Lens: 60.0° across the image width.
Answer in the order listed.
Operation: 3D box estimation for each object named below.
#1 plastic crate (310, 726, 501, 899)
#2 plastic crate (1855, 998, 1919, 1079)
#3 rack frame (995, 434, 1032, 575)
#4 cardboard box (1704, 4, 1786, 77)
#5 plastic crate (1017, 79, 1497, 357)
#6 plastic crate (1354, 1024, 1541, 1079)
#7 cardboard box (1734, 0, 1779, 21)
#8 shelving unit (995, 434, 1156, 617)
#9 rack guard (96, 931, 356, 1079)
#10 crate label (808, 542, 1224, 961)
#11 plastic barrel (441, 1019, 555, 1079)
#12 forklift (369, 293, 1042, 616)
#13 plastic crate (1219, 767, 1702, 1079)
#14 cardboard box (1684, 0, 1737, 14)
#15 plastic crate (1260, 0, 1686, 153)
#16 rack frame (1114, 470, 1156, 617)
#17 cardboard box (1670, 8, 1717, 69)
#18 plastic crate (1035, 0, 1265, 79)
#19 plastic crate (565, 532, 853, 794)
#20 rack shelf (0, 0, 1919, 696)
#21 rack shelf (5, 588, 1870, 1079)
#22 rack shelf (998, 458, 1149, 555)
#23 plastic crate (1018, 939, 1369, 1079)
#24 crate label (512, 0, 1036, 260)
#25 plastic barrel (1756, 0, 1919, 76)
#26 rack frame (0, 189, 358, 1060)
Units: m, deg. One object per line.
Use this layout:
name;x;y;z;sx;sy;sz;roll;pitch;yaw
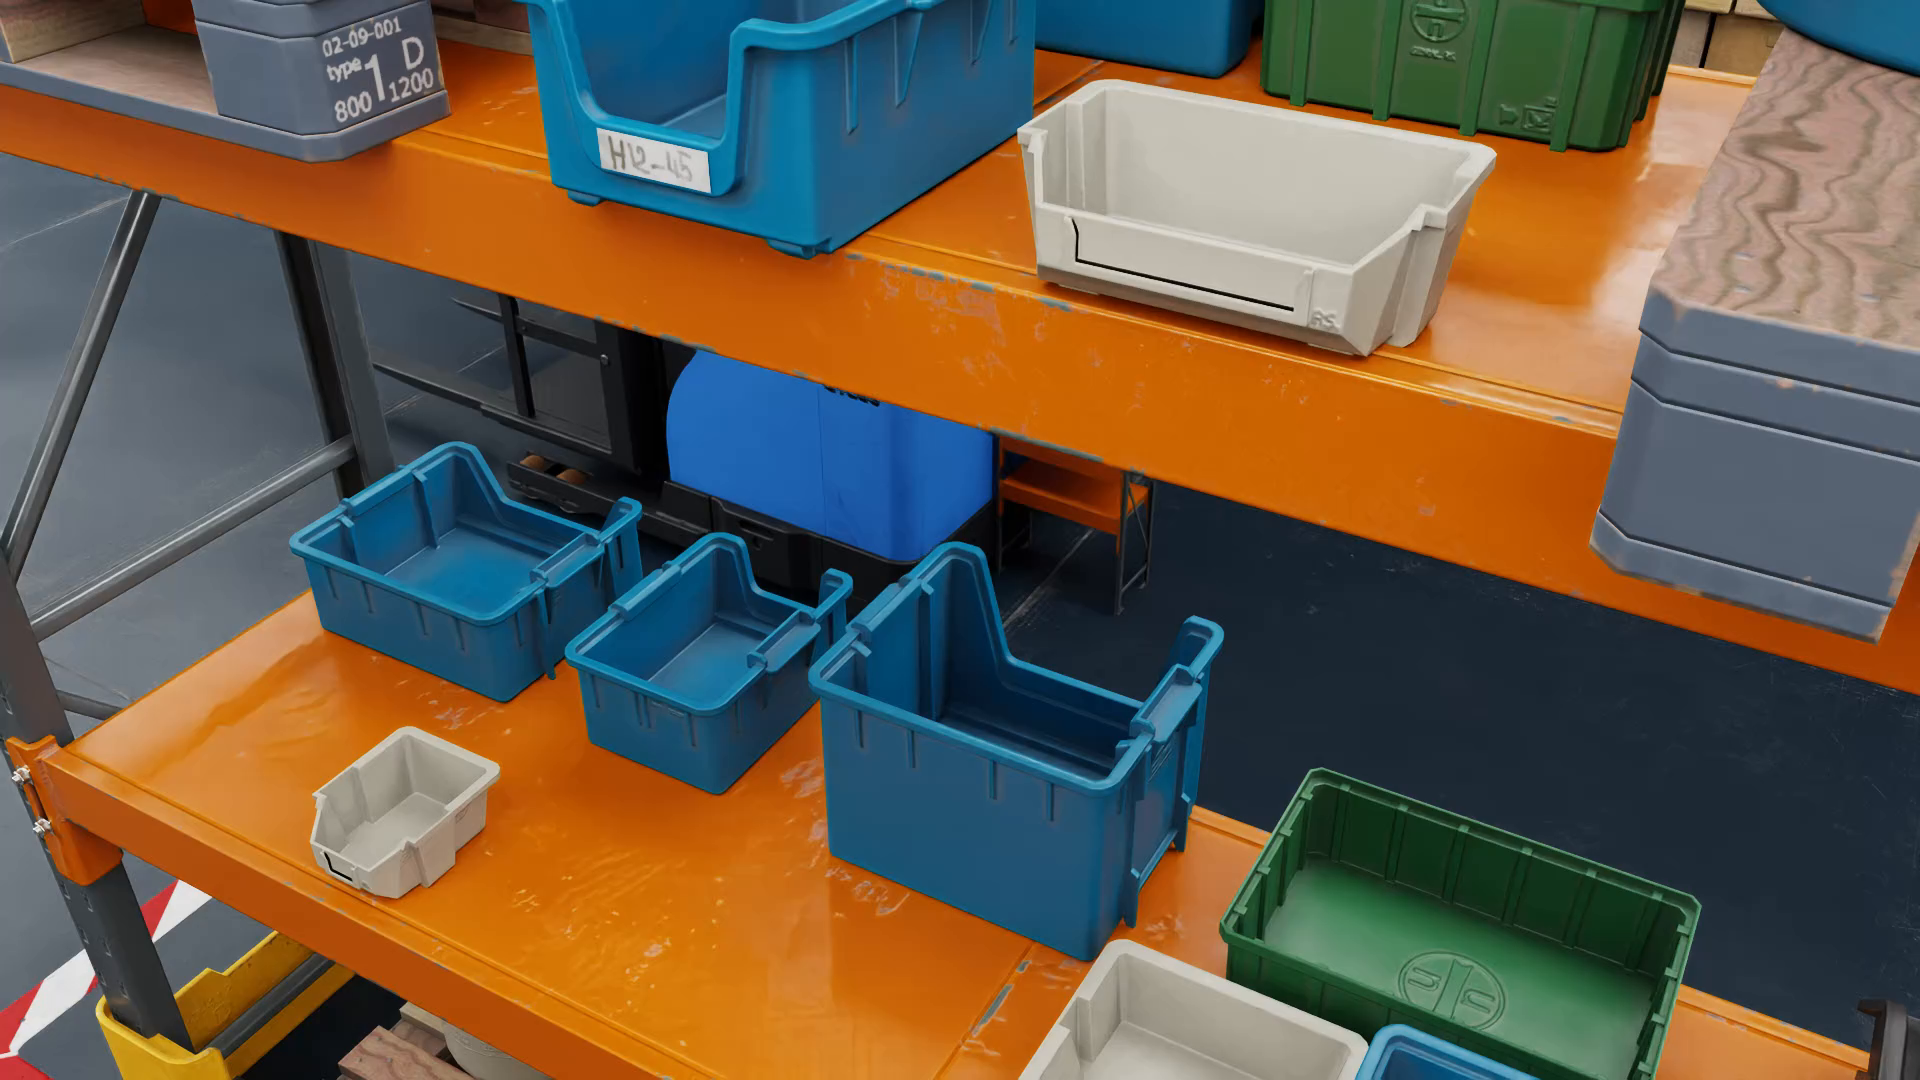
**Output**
plastic crate;-1.012;0.509;3.018;0.250;0.136;0.298;18;37;24
plastic crate;1.452;0.919;2.220;0.504;0.338;0.767;18;37;24
rack frame;0.198;-0.432;5.816;0.015;1.200;0.240;19;38;26
cardboard box;3.022;-1.727;6.047;0.500;0.500;0.700;18;38;25
plastic crate;0.250;-0.288;1.507;0.396;0.136;0.243;18;37;24
plastic crate;0.748;0.986;2.197;0.616;0.251;0.499;18;37;24
cardboard box;4.945;-1.866;4.487;4.934;1.460;0.703;19;38;26
shelving unit;0.405;-0.360;5.708;0.503;1.200;0.258;19;38;26
rack guard;-1.540;1.037;4.242;0.348;0.500;1.175;18;37;24
crate label;0.103;0.359;2.972;0.616;0.435;0.502;18;37;24
plastic barrel;-1.020;1.003;3.904;0.421;0.512;0.421;0;34;0
forklift;0.197;-0.742;4.027;7.490;3.703;3.137;19;38;26
plastic crate;0.805;0.677;2.718;0.662;0.188;0.450;18;37;24
cardboard box;2.629;-1.990;5.856;0.250;0.149;0.380;19;38;26
plastic crate;0.609;-0.627;1.971;0.450;0.188;0.336;18;37;24
rack frame;0.612;-0.288;5.600;0.015;1.200;0.240;19;38;26
cardboard box;2.576;-1.867;6.258;0.500;0.500;0.700;19;38;26
plastic crate;0.176;-0.864;2.150;0.575;0.384;0.392;18;37;24
plastic crate;-0.485;0.235;3.325;0.408;0.251;0.499;18;37;24
rack shelf;0.107;-0.401;2.089;4.000;0.370;1.077;18;37;24
rack shelf;0.107;0.847;2.920;4.000;0.370;1.077;18;37;24
rack shelf;0.405;-0.139;5.856;0.480;0.148;0.258;19;38;26
plastic crate;0.308;0.883;2.456;0.437;0.136;0.530;18;37;24
crate label;-0.168;-0.515;1.745;0.408;0.251;0.502;18;37;24
plastic barrel;1.033;-0.859;1.297;0.708;0.901;0.600;18;37;24
rack frame;-1.631;-0.001;3.545;0.053;2.616;0.949;18;37;24
